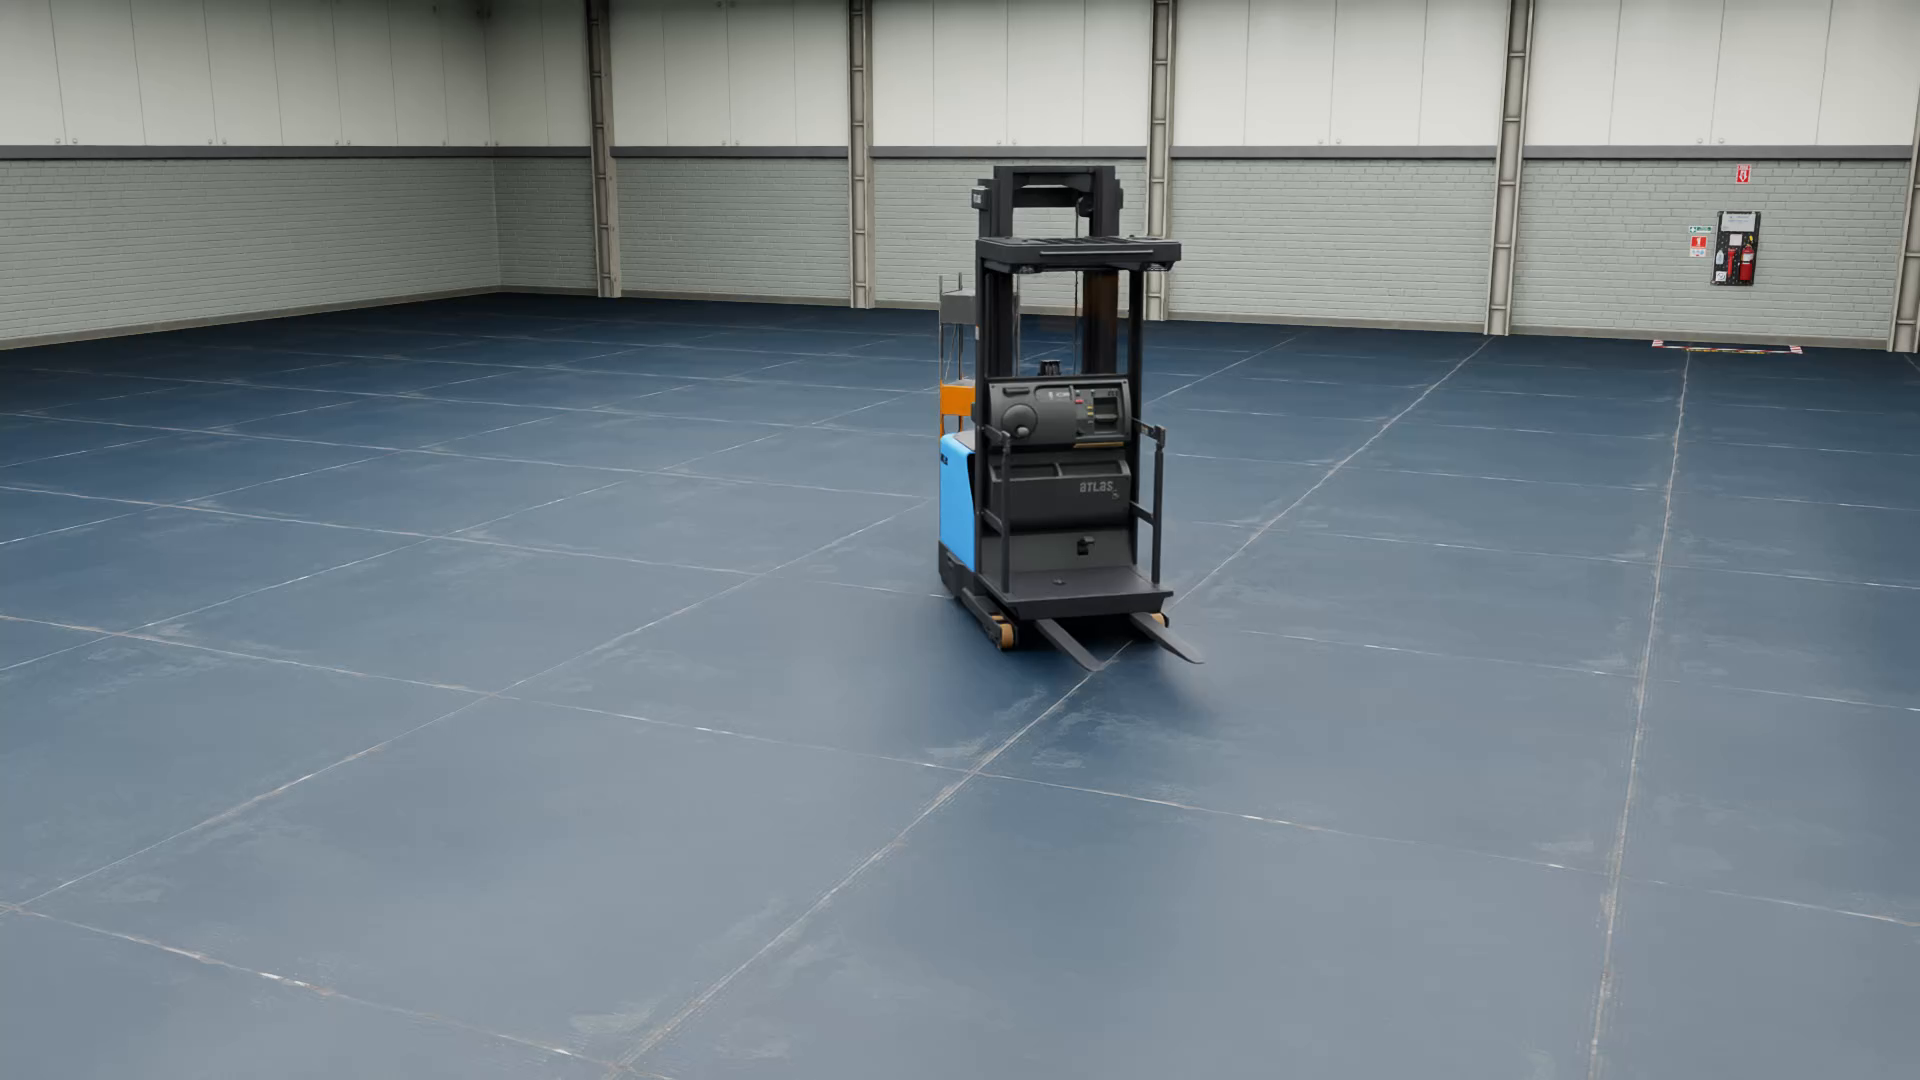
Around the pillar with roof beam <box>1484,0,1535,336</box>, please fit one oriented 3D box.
[{"bbox_3d":[7.316,-6.954,23.194,0.400,9.000,9.100,6,14,23],"label":"pillar with roof beam"}]

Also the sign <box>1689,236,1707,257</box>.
[{"bbox_3d":[11.838,-4.704,26.659,0.234,0.329,0.001,6,14,23],"label":"sign"}]

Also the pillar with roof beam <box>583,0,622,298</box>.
[{"bbox_3d":[-9.141,-8.620,30.292,0.400,9.000,9.100,6,14,23],"label":"pillar with roof beam"}]

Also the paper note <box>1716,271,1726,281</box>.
[{"bbox_3d":[12.168,-4.216,26.585,0.142,0.148,0.016,6,14,23],"label":"paper note"}]

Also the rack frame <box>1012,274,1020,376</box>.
[{"bbox_3d":[0.374,-0.984,12.853,0.015,2.100,0.400,6,14,23],"label":"rack frame"}]

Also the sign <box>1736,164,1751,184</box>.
[{"bbox_3d":[12.335,-5.764,26.180,0.199,0.298,0.001,6,14,23],"label":"sign"}]

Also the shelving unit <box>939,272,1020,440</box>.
[{"bbox_3d":[0.151,-1.007,12.950,0.503,2.100,0.431,6,14,23],"label":"shelving unit"}]

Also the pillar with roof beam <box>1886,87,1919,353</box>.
[{"bbox_3d":[12.802,-6.399,20.828,0.400,9.000,9.100,6,14,23],"label":"pillar with roof beam"}]

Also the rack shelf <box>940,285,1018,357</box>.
[{"bbox_3d":[0.151,-1.675,12.793,0.480,0.518,0.431,6,14,23],"label":"rack shelf"}]

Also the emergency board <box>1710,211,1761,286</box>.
[{"bbox_3d":[12.302,-4.614,26.353,0.643,1.169,0.194,6,14,23],"label":"emergency board"}]

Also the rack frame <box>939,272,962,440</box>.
[{"bbox_3d":[-0.072,-1.029,13.046,0.015,2.100,0.400,6,14,23],"label":"rack frame"}]

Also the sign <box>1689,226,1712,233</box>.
[{"bbox_3d":[11.839,-4.960,26.589,0.331,0.109,0.001,6,14,23],"label":"sign"}]

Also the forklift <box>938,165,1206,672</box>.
[{"bbox_3d":[0.694,-0.839,10.416,1.130,2.935,3.031,-3,14,-13],"label":"forklift"}]

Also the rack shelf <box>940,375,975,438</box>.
[{"bbox_3d":[0.151,-0.994,12.953,0.480,0.518,0.431,6,14,23],"label":"rack shelf"}]

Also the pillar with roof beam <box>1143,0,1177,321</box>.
[{"bbox_3d":[1.831,-7.510,25.560,0.400,9.000,9.100,6,14,23],"label":"pillar with roof beam"}]

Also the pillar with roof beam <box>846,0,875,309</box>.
[{"bbox_3d":[-3.655,-8.065,27.926,0.400,9.000,9.100,6,14,23],"label":"pillar with roof beam"}]
